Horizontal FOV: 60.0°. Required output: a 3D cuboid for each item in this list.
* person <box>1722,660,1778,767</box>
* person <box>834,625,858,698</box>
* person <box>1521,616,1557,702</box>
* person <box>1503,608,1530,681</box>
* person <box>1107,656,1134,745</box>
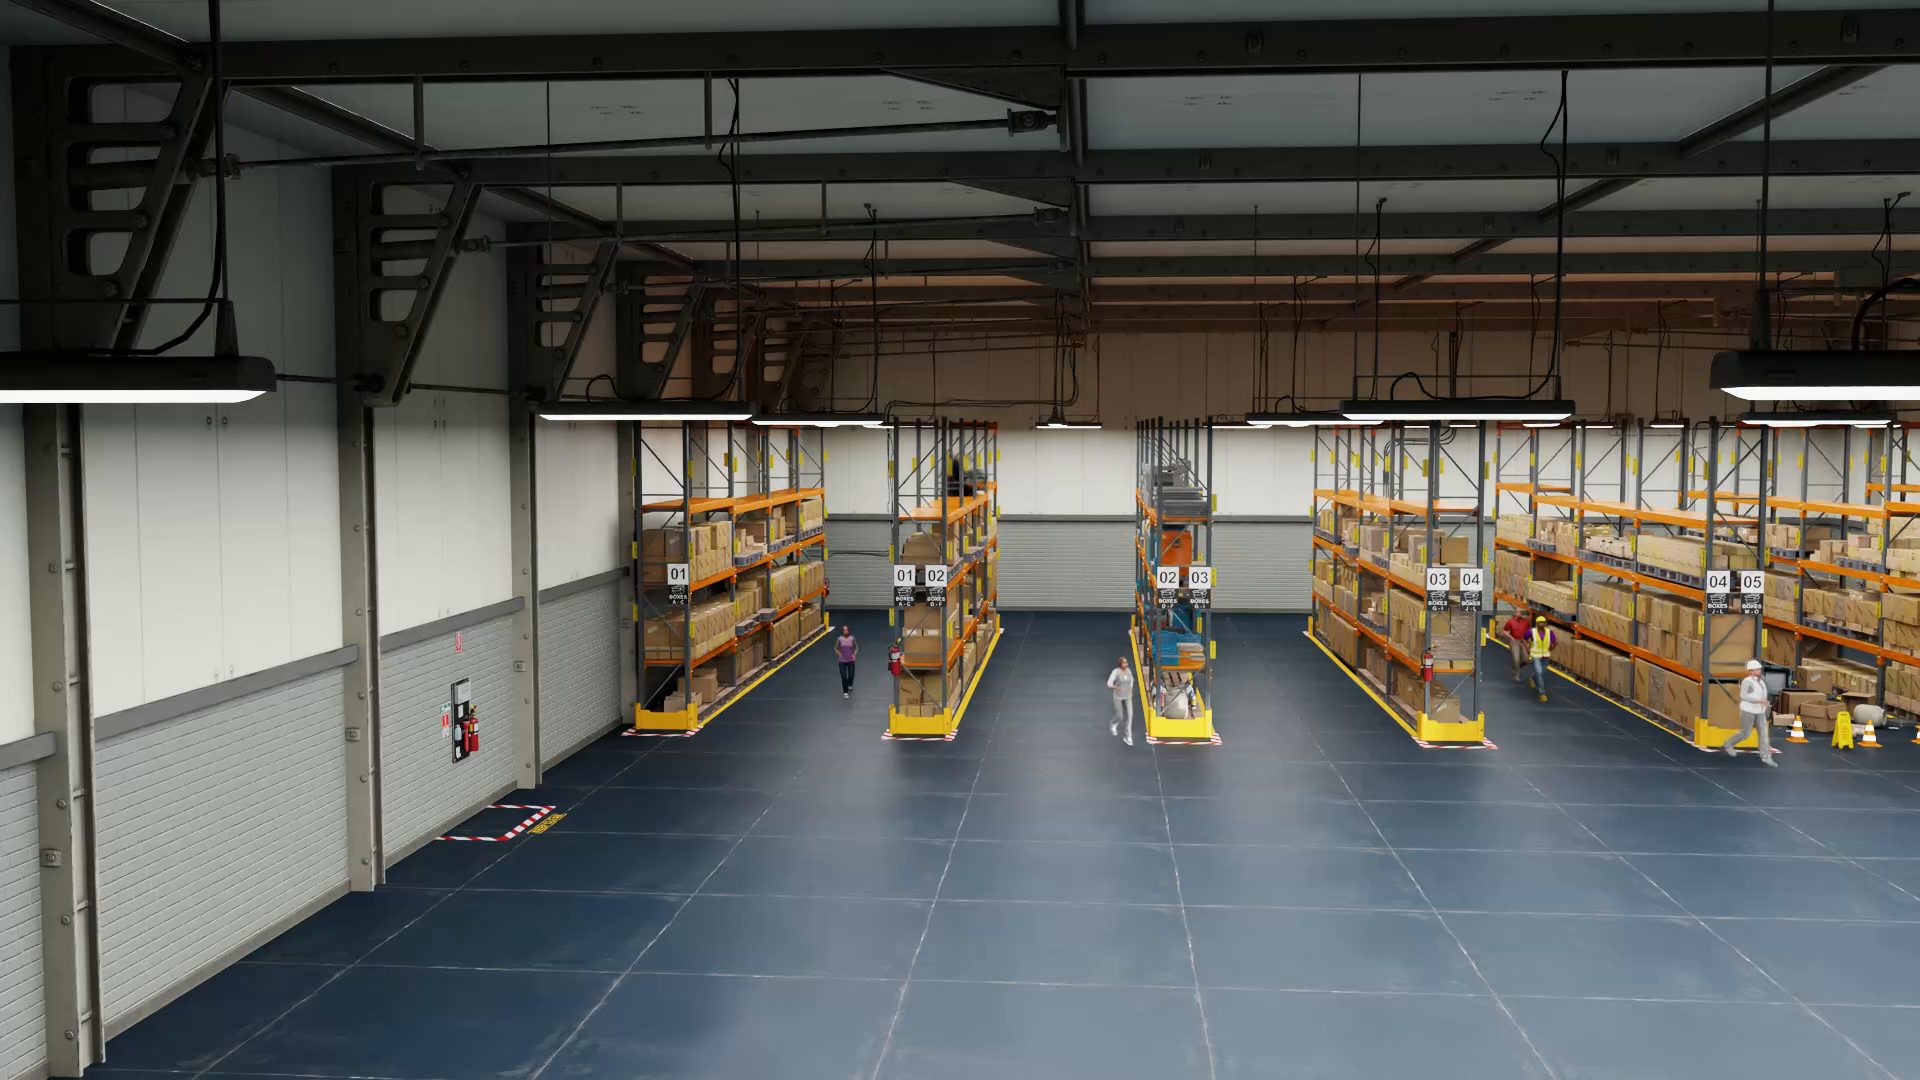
[{"bbox_3d":[13.619,2.953,28.615,0.667,1.787,0.973,-2,4,-30],"label":"person"},{"bbox_3d":[-2.435,2.614,35.668,0.529,1.554,0.549,0,4,-7],"label":"person"},{"bbox_3d":[12.469,2.517,35.706,0.663,1.779,1.143,0,4,-6],"label":"person"},{"bbox_3d":[12.804,2.391,38.161,0.660,1.674,0.626,0,4,-1],"label":"person"},{"bbox_3d":[2.979,2.932,30.678,0.577,1.597,0.828,-1,4,-18],"label":"person"}]
